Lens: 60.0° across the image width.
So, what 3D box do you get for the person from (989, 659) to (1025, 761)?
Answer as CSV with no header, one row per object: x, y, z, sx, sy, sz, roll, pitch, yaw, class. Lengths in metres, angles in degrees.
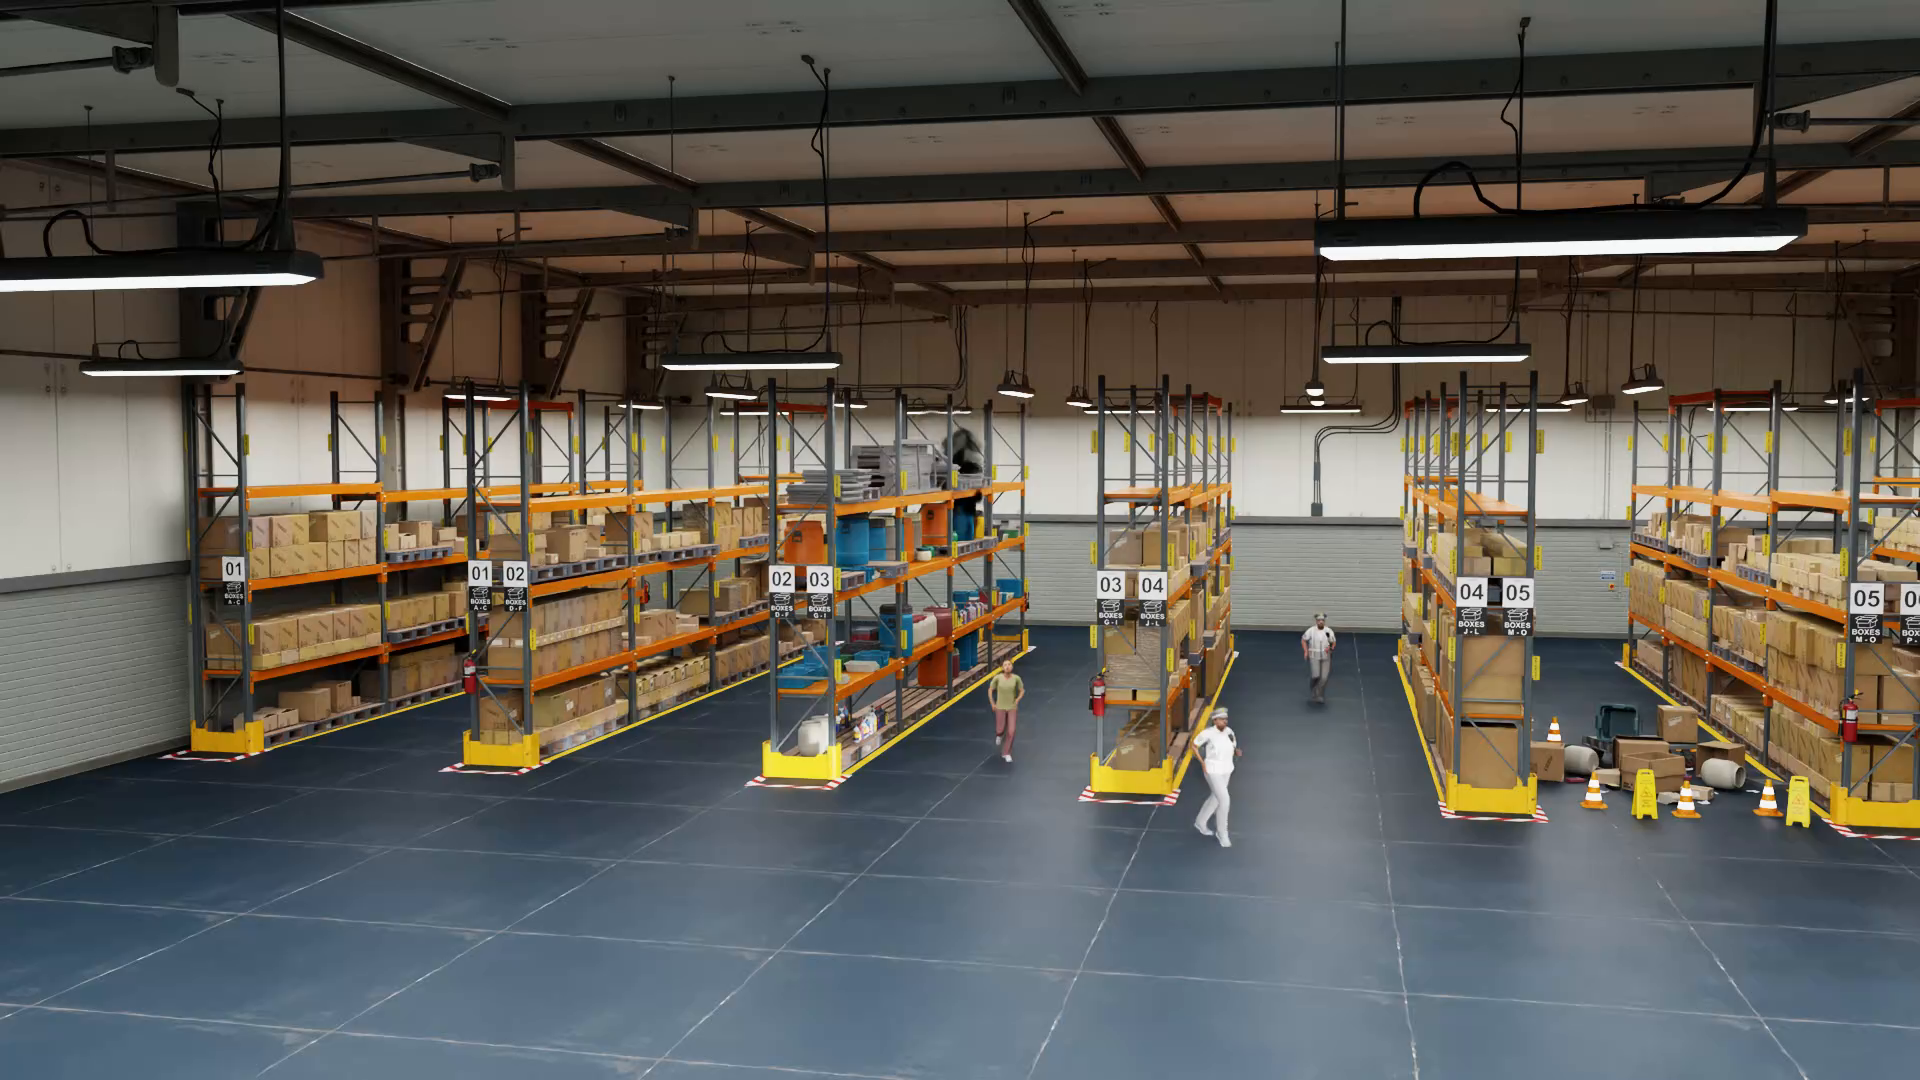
0.751,2.685,26.520,0.583,1.600,0.620,0,3,-1,person

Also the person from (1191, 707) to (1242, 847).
3.255,2.970,20.992,0.549,1.765,0.766,-2,4,-35,person

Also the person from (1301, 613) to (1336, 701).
6.985,2.282,32.266,0.651,1.735,0.602,0,3,2,person
